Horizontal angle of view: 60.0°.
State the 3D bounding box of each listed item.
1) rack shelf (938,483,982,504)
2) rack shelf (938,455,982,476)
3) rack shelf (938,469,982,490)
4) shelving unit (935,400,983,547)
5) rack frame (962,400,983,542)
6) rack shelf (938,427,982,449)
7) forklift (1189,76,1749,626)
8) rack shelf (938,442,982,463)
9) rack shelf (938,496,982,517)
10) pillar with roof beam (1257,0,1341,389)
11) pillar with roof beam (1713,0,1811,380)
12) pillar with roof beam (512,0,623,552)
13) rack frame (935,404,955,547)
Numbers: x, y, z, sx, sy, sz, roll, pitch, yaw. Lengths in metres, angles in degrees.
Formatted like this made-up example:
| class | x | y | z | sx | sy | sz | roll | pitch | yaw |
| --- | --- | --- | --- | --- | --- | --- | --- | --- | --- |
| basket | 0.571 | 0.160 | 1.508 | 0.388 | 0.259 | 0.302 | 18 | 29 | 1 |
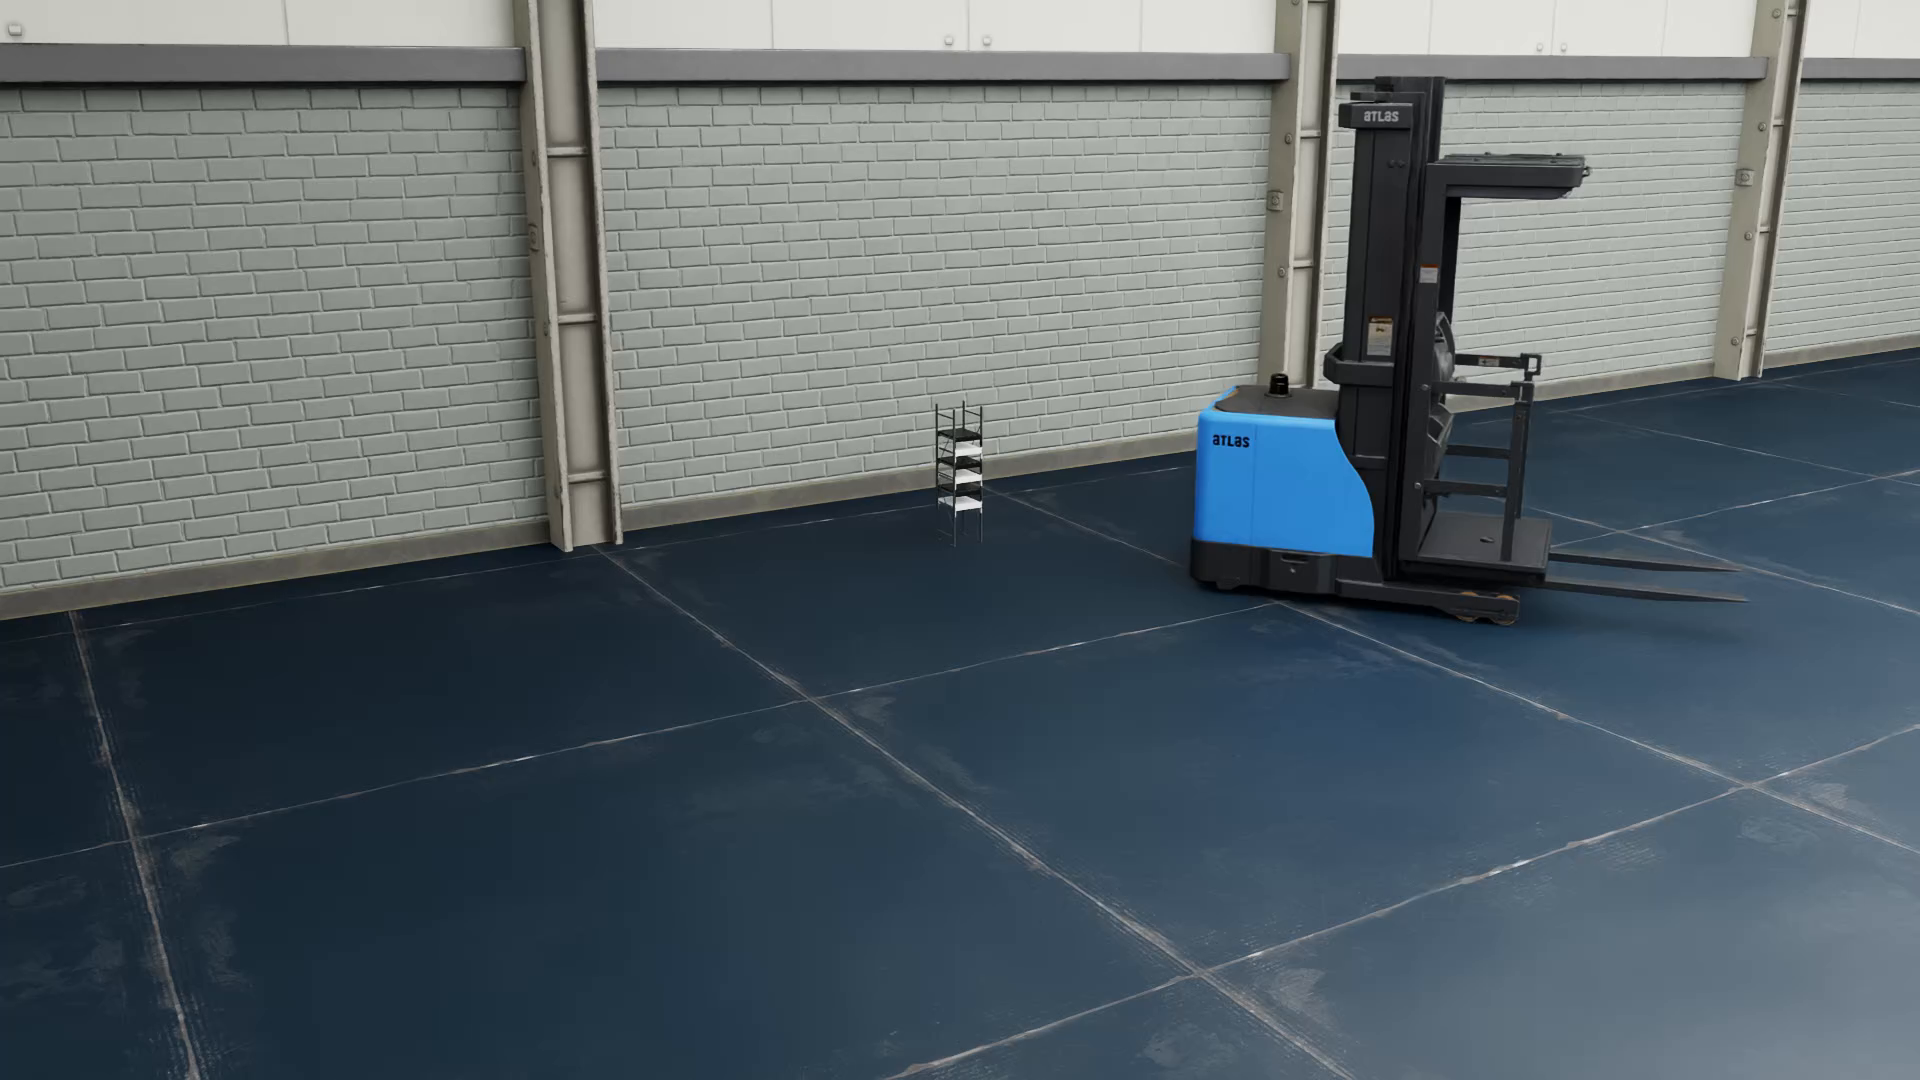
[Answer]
| class | x | y | z | sx | sy | sz | roll | pitch | yaw |
| --- | --- | --- | --- | --- | --- | --- | --- | --- | --- |
| rack shelf | -0.007 | -0.313 | 10.818 | 0.200 | 0.077 | 0.258 | -9 | 18 | -30 |
| rack shelf | -0.007 | -0.487 | 10.769 | 0.200 | 0.077 | 0.258 | -9 | 18 | -30 |
| rack shelf | -0.007 | -0.400 | 10.793 | 0.200 | 0.077 | 0.258 | -9 | 18 | -30 |
| shelving unit | -0.007 | -0.432 | 10.784 | 0.210 | 0.900 | 0.258 | -9 | 18 | -30 |
| rack frame | 0.080 | -0.446 | 10.835 | 0.006 | 0.900 | 0.240 | -9 | 18 | -30 |
| rack shelf | -0.007 | -0.660 | 10.720 | 0.200 | 0.077 | 0.258 | -9 | 18 | -30 |
| forklift | 2.936 | -1.099 | 9.401 | 3.031 | 2.935 | 1.130 | 6 | 17 | 20 |
| rack shelf | -0.007 | -0.573 | 10.745 | 0.200 | 0.077 | 0.258 | -9 | 18 | -30 |
| rack shelf | -0.007 | -0.227 | 10.842 | 0.200 | 0.077 | 0.258 | -9 | 18 | -30 |
| pillar with roof beam | 4.920 | -4.158 | 9.070 | 0.400 | 9.000 | 9.100 | -9 | 18 | -30 |
| pillar with roof beam | 10.063 | -4.992 | 12.045 | 0.400 | 9.000 | 9.100 | -9 | 18 | -30 |
| pillar with roof beam | -0.224 | -3.324 | 6.095 | 0.400 | 9.000 | 9.100 | -9 | 18 | -30 |
| rack frame | -0.094 | -0.418 | 10.734 | 0.006 | 0.900 | 0.240 | -9 | 18 | -30 |
